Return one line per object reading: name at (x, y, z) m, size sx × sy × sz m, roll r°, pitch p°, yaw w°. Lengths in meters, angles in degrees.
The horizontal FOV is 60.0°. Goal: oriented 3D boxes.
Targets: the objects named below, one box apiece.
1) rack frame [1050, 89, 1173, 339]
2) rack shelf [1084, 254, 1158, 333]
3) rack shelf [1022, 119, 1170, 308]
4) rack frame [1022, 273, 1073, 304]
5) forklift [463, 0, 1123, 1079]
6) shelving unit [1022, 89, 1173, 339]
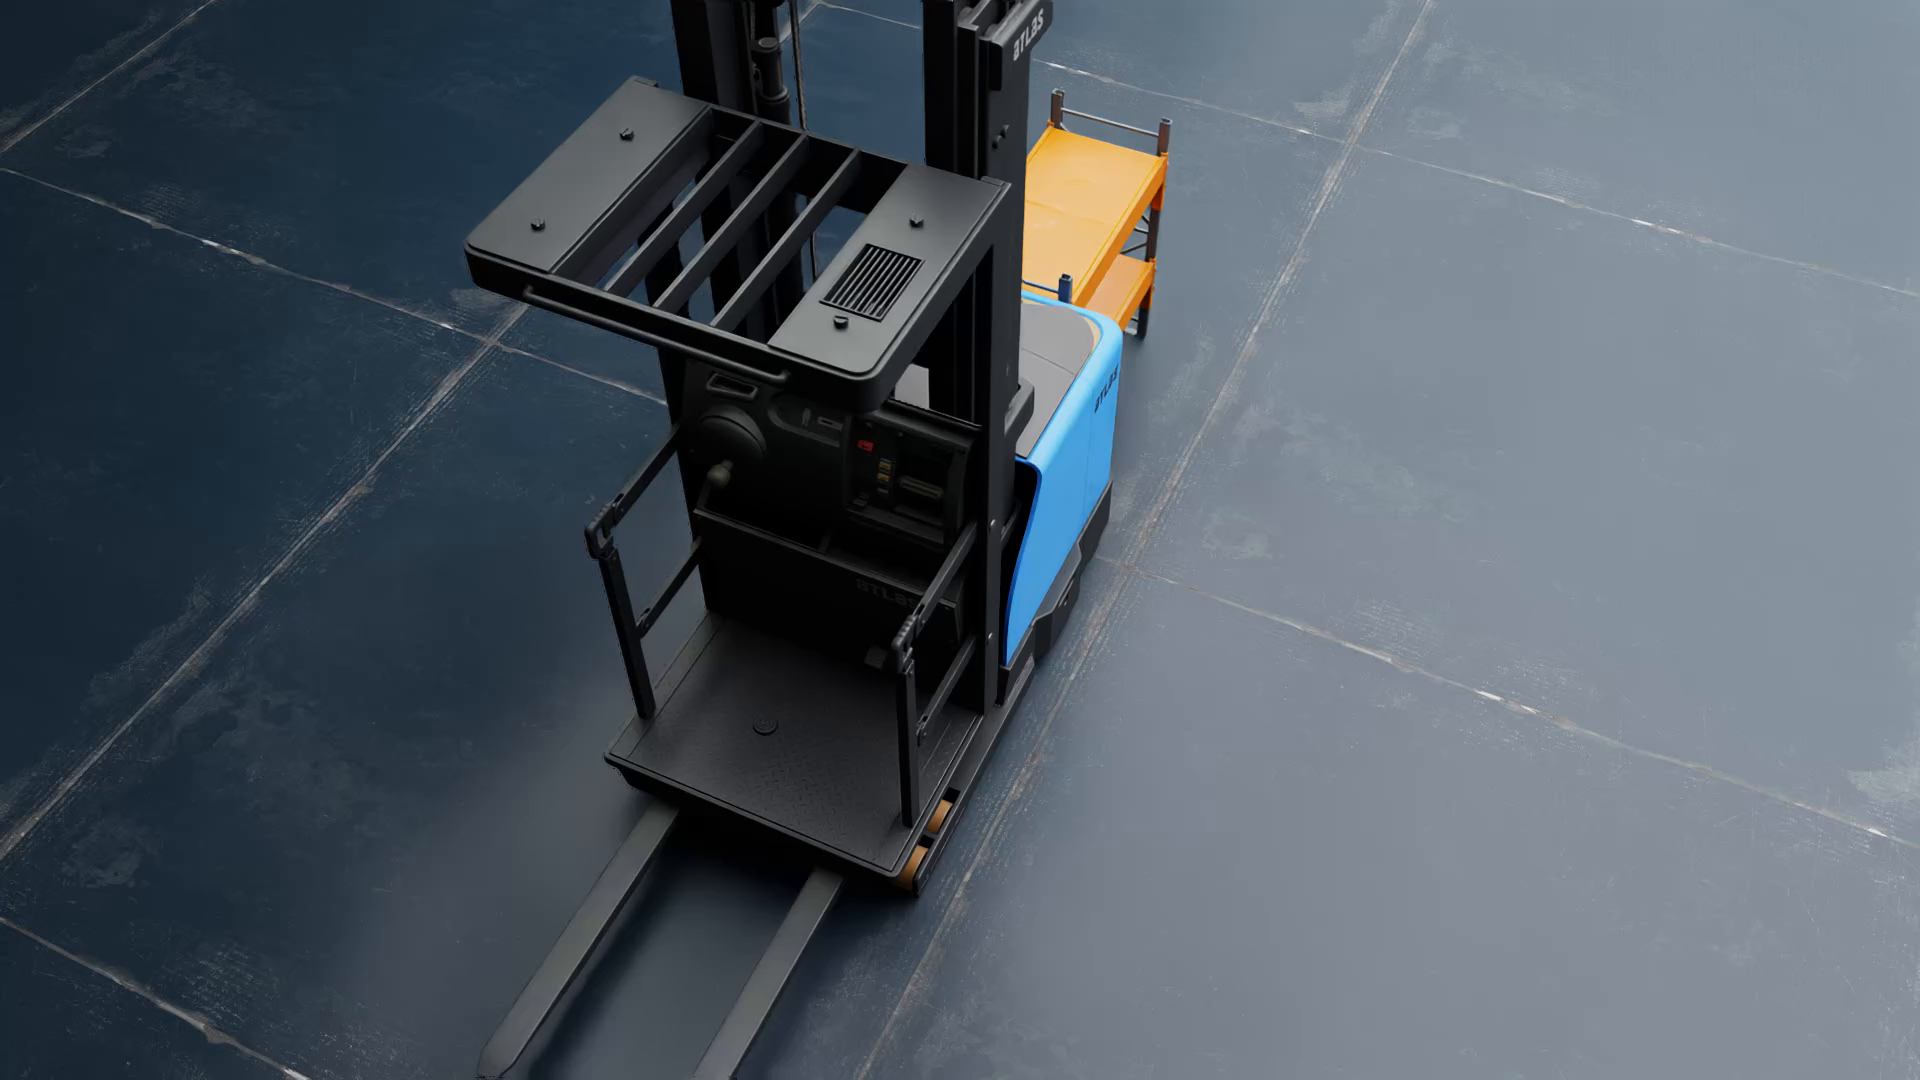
rack frame at (0.596, -1.342, 6.968) m, size 0.500 × 1.125 × 0.032 m, roll 19°, pitch 52°, yaw 16°
rack shelf at (0.382, -0.832, 6.856) m, size 0.538 × 0.278 × 1.000 m, roll 19°, pitch 52°, yaw 16°
rack shelf at (0.382, -1.180, 6.446) m, size 0.538 × 0.278 × 1.000 m, roll 19°, pitch 52°, yaw 16°
rack frame at (0.168, -0.639, 6.371) m, size 0.500 × 1.125 × 0.032 m, roll 19°, pitch 52°, yaw 16°
forklift at (-0.494, -0.161, 4.778) m, size 1.130 × 2.935 × 3.031 m, roll 19°, pitch 52°, yaw 16°
shelving unit at (0.382, -0.991, 6.669) m, size 0.538 × 1.125 × 1.048 m, roll 19°, pitch 52°, yaw 16°
